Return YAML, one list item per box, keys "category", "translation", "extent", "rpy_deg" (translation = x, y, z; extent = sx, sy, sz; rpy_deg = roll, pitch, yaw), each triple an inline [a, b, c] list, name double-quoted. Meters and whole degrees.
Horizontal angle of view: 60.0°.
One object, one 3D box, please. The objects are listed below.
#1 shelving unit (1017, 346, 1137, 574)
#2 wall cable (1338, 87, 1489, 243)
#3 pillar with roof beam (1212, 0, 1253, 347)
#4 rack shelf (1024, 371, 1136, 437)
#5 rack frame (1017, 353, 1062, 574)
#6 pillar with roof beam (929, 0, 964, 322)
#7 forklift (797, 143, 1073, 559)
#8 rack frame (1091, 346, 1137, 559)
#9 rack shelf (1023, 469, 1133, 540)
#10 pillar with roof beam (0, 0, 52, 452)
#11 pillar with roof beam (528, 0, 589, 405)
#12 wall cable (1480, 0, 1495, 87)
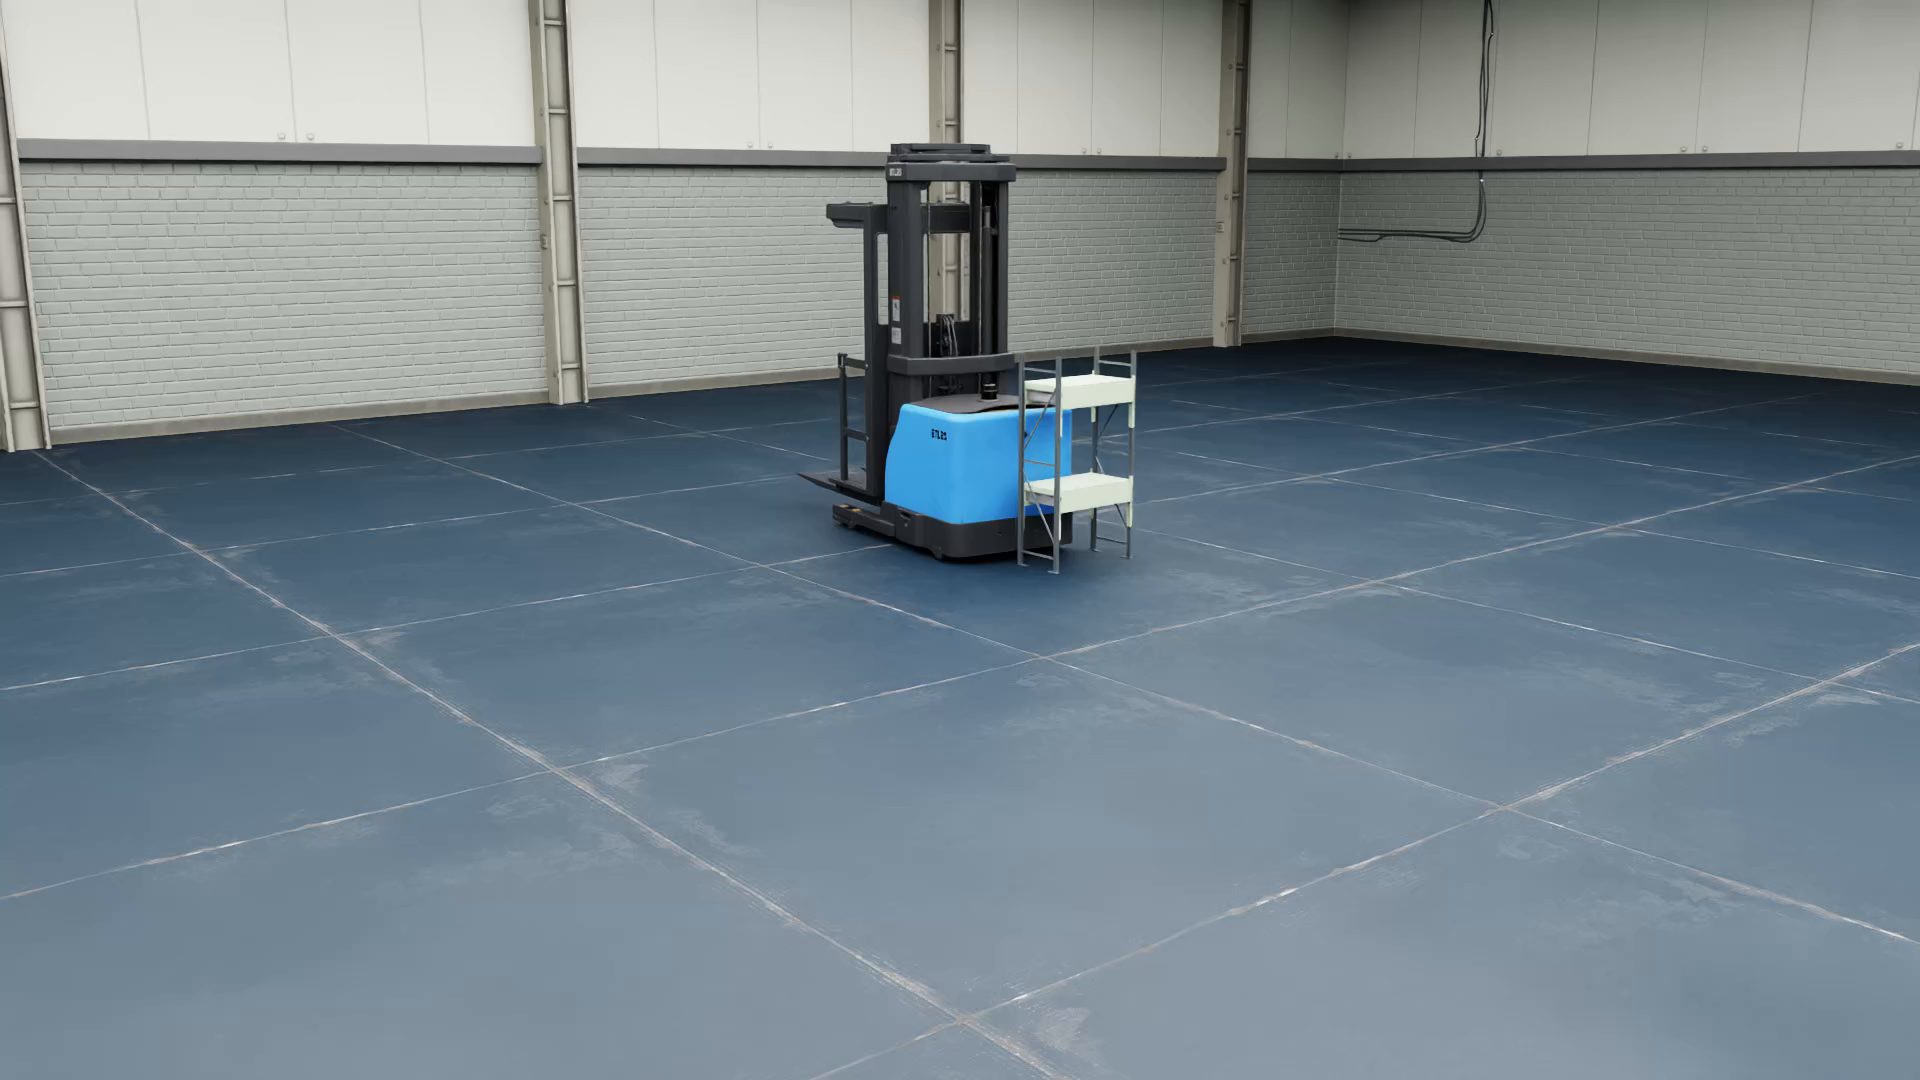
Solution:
- category: "shelving unit"
  translation: [0.825, -0.578, 11.738]
  extent: [0.755, 1.500, 0.431]
  rpy_deg: [-10, 16, -40]
- category: "wall cable"
  translation: [7.621, -6.325, 28.225]
  extent: [0.112, 2.526, 3.097]
  rpy_deg: [-9, 15, -38]
- category: "pillar with roof beam"
  translation: [7.183, -6.978, 23.824]
  extent: [0.400, 9.000, 9.100]
  rpy_deg: [-9, 15, -38]
- category: "rack shelf"
  translation: [0.825, -0.960, 11.657]
  extent: [0.720, 0.370, 0.431]
  rpy_deg: [-10, 16, -40]
- category: "rack frame"
  translation: [0.547, -0.528, 11.505]
  extent: [0.023, 1.500, 0.400]
  rpy_deg: [-10, 16, -40]
- category: "pillar with roof beam"
  translation: [2.498, -6.199, 20.158]
  extent: [0.400, 9.000, 9.100]
  rpy_deg: [-9, 15, -38]
- category: "forklift"
  translation: [-0.350, -1.559, 12.913]
  extent: [1.130, 2.935, 3.031]
  rpy_deg: [-7, 14, -29]
- category: "rack frame"
  translation: [1.102, -0.627, 11.971]
  extent: [0.023, 1.500, 0.400]
  rpy_deg: [-10, 16, -40]
- category: "rack shelf"
  translation: [0.824, -0.259, 11.806]
  extent: [0.720, 0.370, 0.431]
  rpy_deg: [-10, 16, -40]
- category: "pillar with roof beam"
  translation: [-6.872, -4.642, 12.825]
  extent: [0.400, 9.000, 9.100]
  rpy_deg: [-9, 15, -38]
- category: "pillar with roof beam"
  translation: [-2.187, -5.420, 16.491]
  extent: [0.400, 9.000, 9.100]
  rpy_deg: [-9, 15, -38]
- category: "wall cable"
  translation: [9.311, -8.356, 25.634]
  extent: [0.112, 2.526, 3.097]
  rpy_deg: [-9, 15, -38]
